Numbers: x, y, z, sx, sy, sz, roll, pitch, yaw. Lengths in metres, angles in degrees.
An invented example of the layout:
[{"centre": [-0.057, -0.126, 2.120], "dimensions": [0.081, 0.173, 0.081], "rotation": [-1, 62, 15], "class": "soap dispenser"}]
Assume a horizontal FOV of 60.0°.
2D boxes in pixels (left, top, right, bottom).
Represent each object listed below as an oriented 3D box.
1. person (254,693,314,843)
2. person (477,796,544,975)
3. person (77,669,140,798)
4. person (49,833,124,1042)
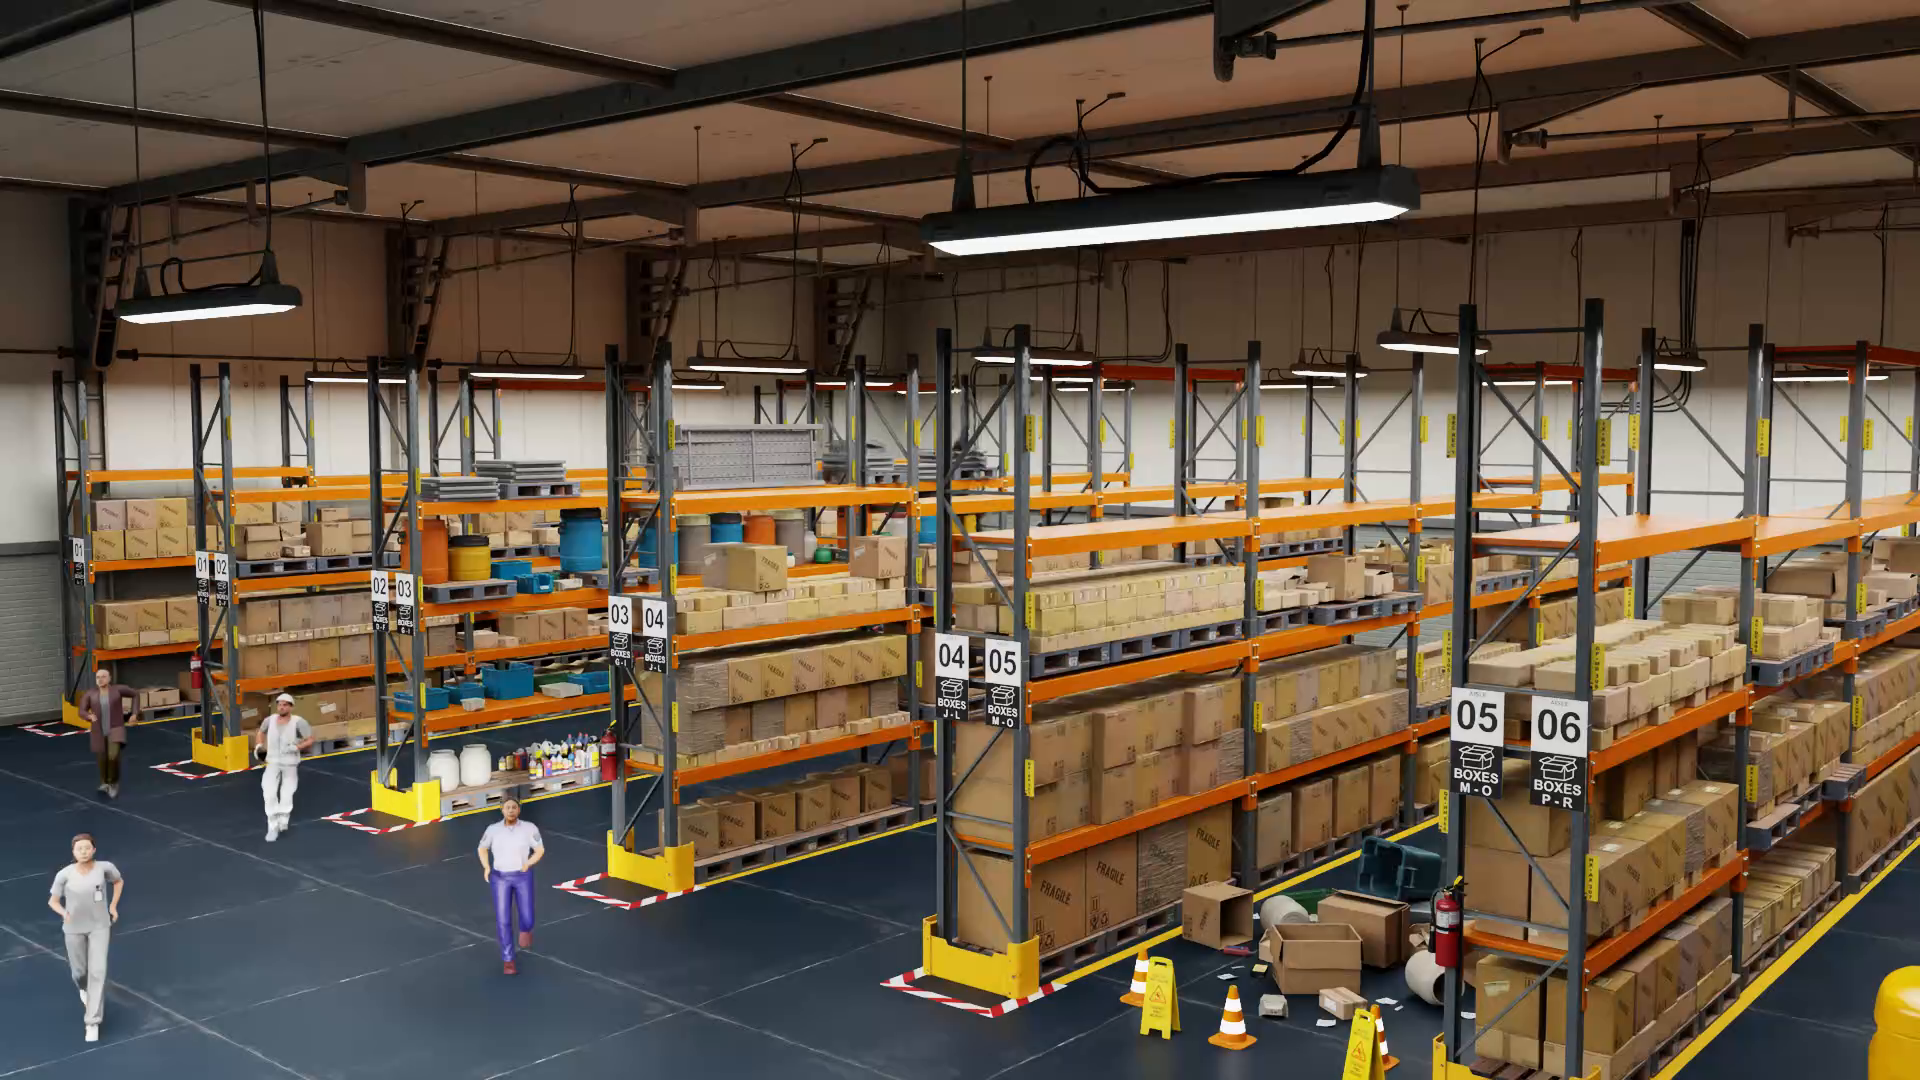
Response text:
[{"centre": [-8.343, 2.805, 20.558], "dimensions": [0.692, 1.839, 0.644], "rotation": [-1, 4, -10], "class": "person"}, {"centre": [-4.251, 3.224, 15.757], "dimensions": [0.617, 1.605, 0.758], "rotation": [-1, 4, -15], "class": "person"}, {"centre": [-11.631, 2.638, 22.738], "dimensions": [0.730, 1.771, 0.931], "rotation": [-1, 4, -17], "class": "person"}, {"centre": [-7.420, 3.317, 14.146], "dimensions": [0.568, 1.672, 0.922], "rotation": [-2, 5, -27], "class": "person"}]
